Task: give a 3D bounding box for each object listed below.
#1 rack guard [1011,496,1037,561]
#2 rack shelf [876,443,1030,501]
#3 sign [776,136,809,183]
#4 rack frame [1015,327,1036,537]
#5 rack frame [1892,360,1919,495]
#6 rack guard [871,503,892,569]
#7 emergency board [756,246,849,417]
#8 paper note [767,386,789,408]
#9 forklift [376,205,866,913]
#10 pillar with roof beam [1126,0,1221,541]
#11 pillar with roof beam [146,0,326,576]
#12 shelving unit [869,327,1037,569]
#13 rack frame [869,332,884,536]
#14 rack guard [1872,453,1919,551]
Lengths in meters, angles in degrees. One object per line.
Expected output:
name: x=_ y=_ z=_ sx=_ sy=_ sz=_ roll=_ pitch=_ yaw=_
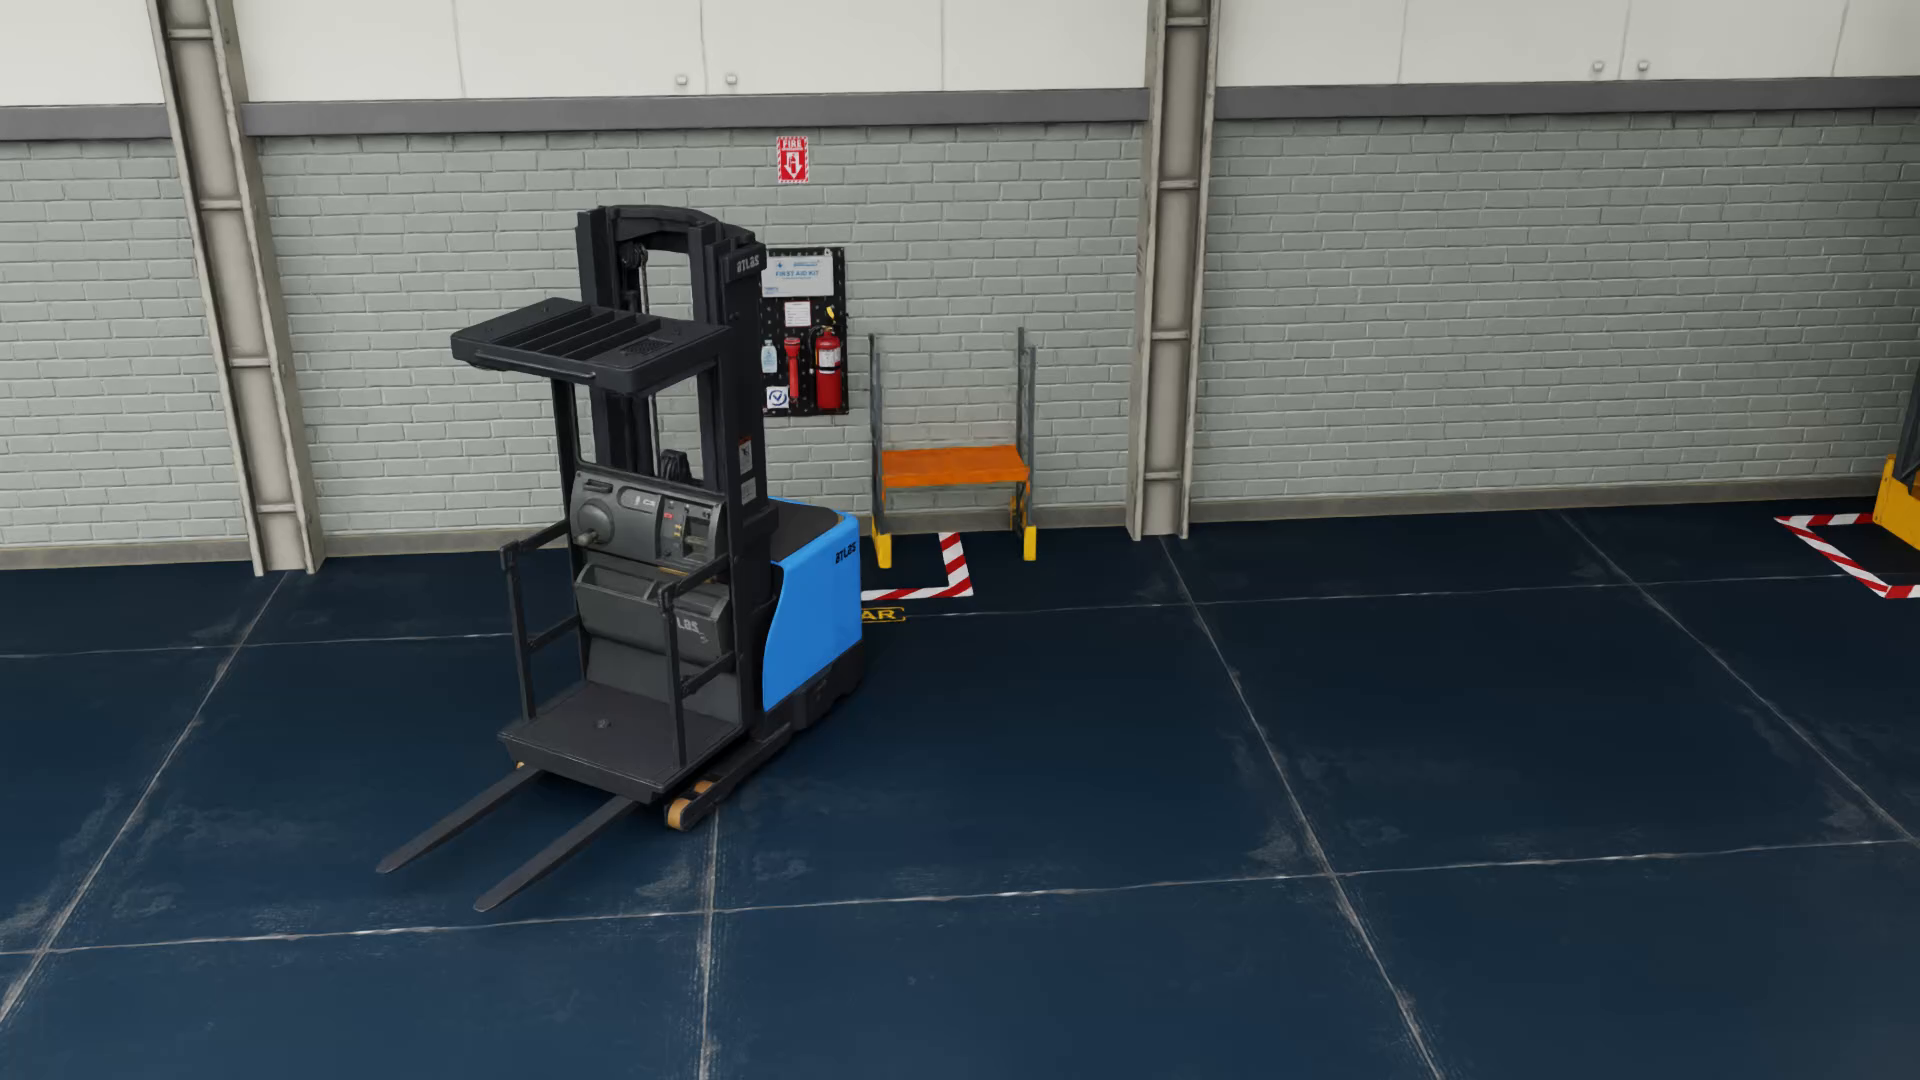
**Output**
rack guard: x=0.442 y=-0.086 z=11.615 sx=0.087 sy=0.250 sz=0.587 roll=-3 pitch=23 yaw=-7
rack shelf: x=-0.060 y=-0.470 z=11.379 sx=1.000 sy=0.185 sz=0.538 roll=-3 pitch=23 yaw=-7
sign: x=-1.077 y=-2.452 z=10.719 sx=0.199 sy=0.298 sz=0.001 roll=-2 pitch=24 yaw=-5
rack frame: x=0.444 y=-0.663 z=11.375 sx=0.032 sy=1.500 sz=0.500 roll=-3 pitch=23 yaw=-7
rack frame: x=6.763 y=-1.298 z=10.976 sx=0.127 sy=3.000 sz=1.000 roll=-2 pitch=24 yaw=-5
rack guard: x=-0.544 y=-0.033 z=11.487 sx=0.087 sy=0.250 sz=0.587 roll=-3 pitch=23 yaw=-7
emergency board: x=-1.059 y=-1.352 z=11.100 sx=0.643 sy=1.169 sz=0.194 roll=-2 pitch=24 yaw=-5
paper note: x=-1.242 y=-0.971 z=11.325 sx=0.142 sy=0.148 sz=0.016 roll=-2 pitch=24 yaw=-5
forklift: x=-1.705 y=-0.073 z=8.305 sx=1.130 sy=2.935 sz=3.031 roll=13 pitch=27 yaw=26
pillar with roof beam: x=1.827 y=-2.437 z=6.153 sx=0.400 sy=9.000 sz=9.100 roll=-2 pitch=24 yaw=-5
pillar with roof beam: x=-4.144 y=-2.197 z=5.615 sx=0.400 sy=9.000 sz=9.100 roll=-2 pitch=24 yaw=-5
shelving unit: x=-0.051 y=-0.637 z=11.311 sx=1.083 sy=1.500 sz=0.587 roll=-3 pitch=23 yaw=-7
rack frame: x=-0.563 y=-0.609 z=11.244 sx=0.032 sy=1.500 sz=0.500 roll=-3 pitch=23 yaw=-7
rack guard: x=6.839 y=-0.158 z=11.491 sx=0.348 sy=0.500 sz=1.175 roll=-2 pitch=24 yaw=-5
